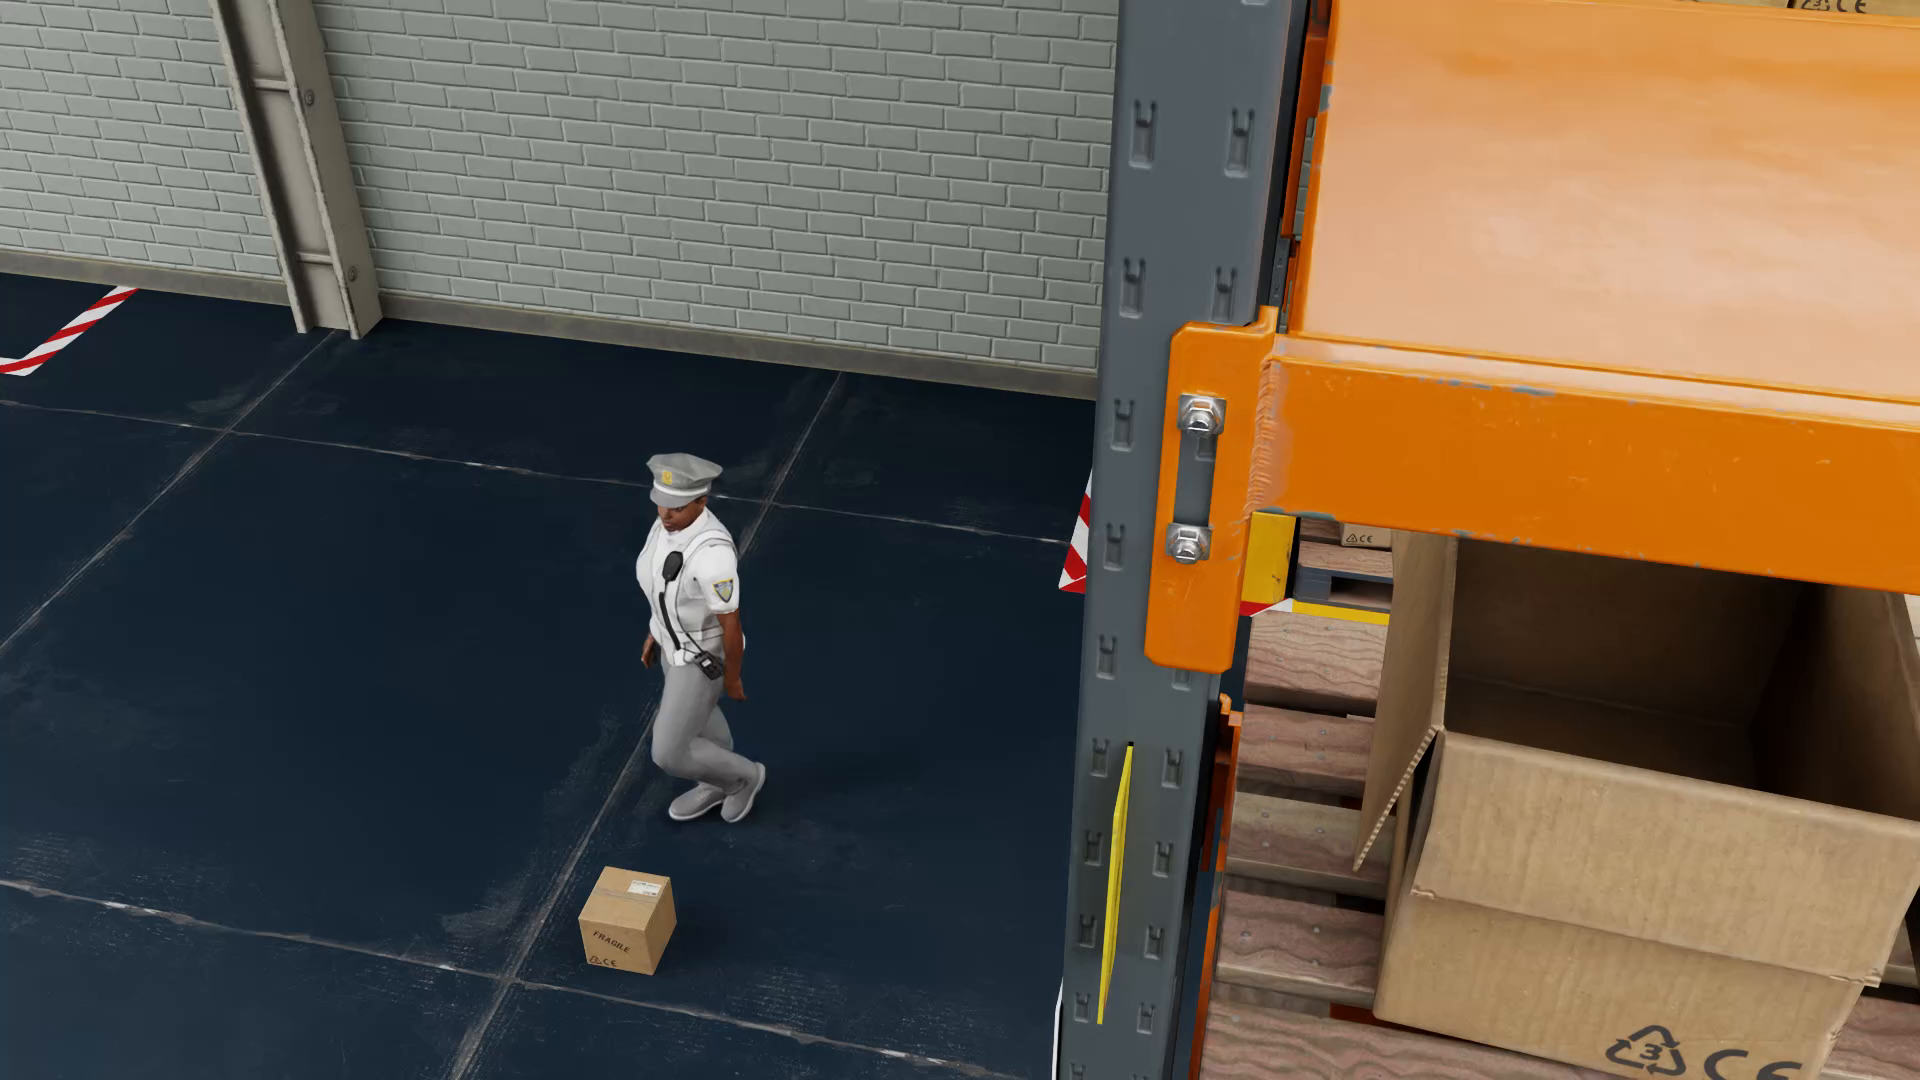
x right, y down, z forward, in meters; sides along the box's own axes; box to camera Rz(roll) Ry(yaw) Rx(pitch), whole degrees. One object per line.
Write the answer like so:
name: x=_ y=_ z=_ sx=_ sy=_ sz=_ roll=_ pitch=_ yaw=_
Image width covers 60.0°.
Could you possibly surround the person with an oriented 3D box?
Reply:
person: x=-0.992 y=0.411 z=6.055 sx=0.439 sy=1.688 sz=0.456 roll=-18 pitch=40 yaw=-22
